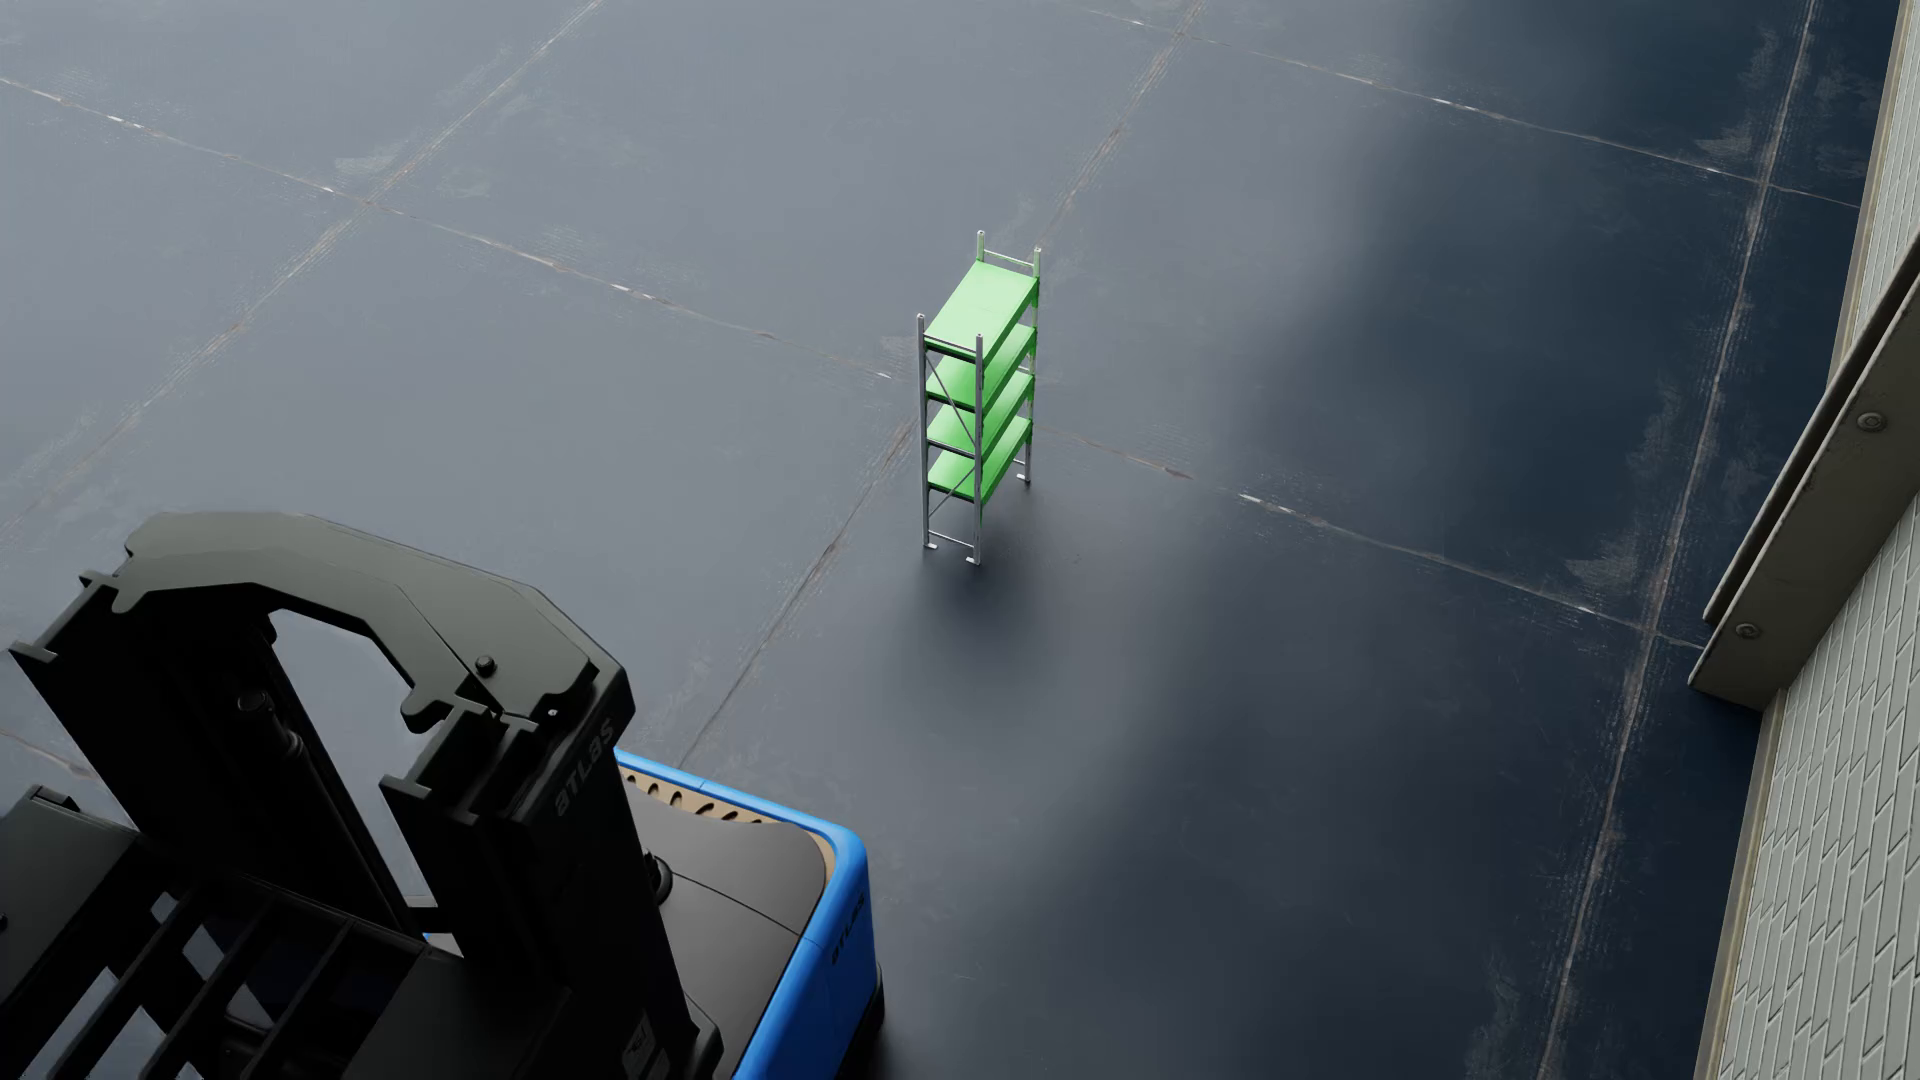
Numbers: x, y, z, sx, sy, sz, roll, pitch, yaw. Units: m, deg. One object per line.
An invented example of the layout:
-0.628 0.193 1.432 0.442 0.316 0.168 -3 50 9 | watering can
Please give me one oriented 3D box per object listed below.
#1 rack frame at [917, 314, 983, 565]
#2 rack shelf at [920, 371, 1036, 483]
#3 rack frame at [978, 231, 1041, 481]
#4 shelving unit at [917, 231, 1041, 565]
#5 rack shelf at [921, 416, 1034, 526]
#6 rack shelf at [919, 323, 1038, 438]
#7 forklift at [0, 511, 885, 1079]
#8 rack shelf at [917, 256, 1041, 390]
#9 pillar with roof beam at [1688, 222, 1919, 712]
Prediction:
-0.034 -0.335 6.062 0.240 1.200 0.015 20 52 16 | rack frame
0.071 -0.461 6.254 0.258 0.148 0.480 20 52 16 | rack shelf
0.175 -0.671 6.348 0.240 1.200 0.015 20 52 16 | rack frame
0.071 -0.503 6.205 0.258 1.200 0.503 20 52 16 | shelving unit
0.071 -0.306 6.437 0.258 0.148 0.480 20 52 16 | rack shelf
0.071 -0.617 6.071 0.258 0.148 0.480 20 52 16 | rack shelf
-1.241 1.459 3.399 1.130 2.935 3.031 16 52 14 | forklift
0.071 -0.772 5.888 0.258 0.148 0.480 20 52 16 | rack shelf
-0.996 -3.868 3.948 9.100 9.000 0.400 20 52 16 | pillar with roof beam
